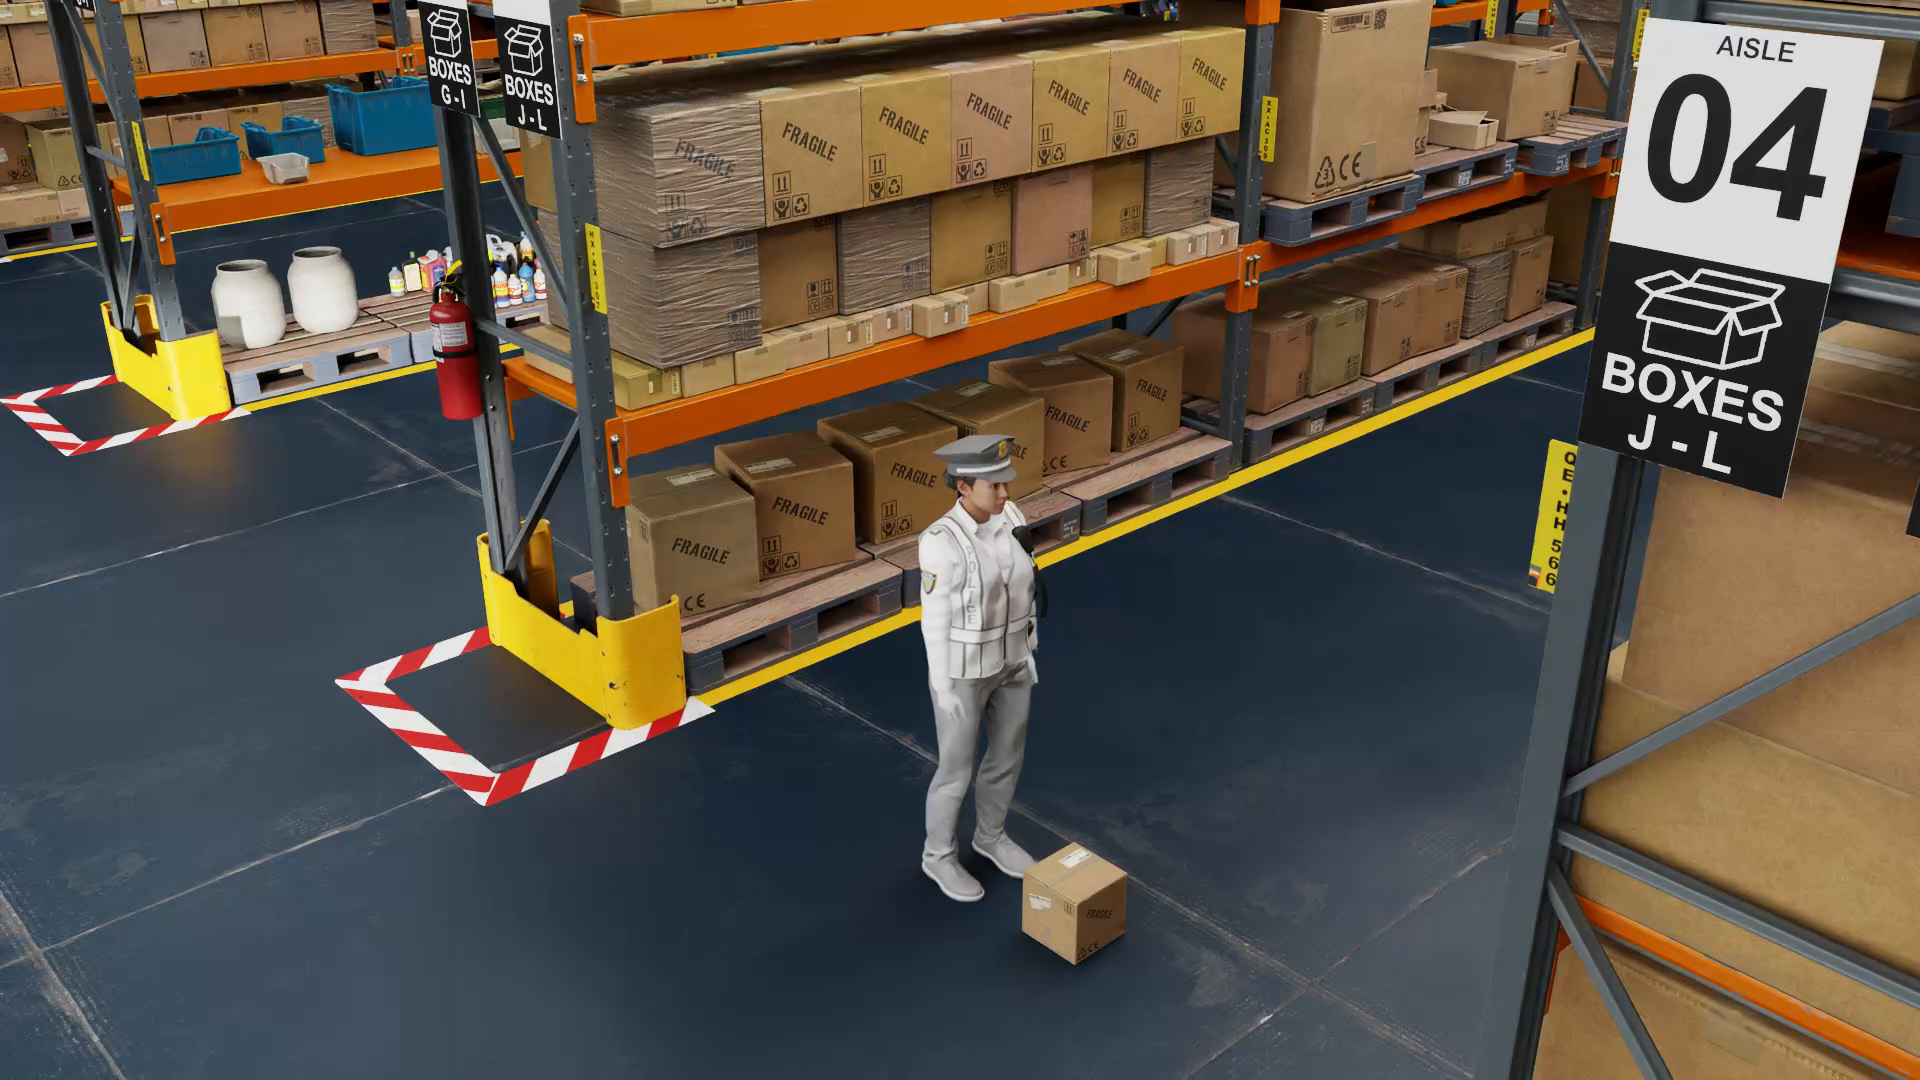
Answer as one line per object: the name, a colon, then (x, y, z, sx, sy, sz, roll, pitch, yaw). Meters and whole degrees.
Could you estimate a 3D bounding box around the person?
person: (0.081, 0.430, 5.645, 0.466, 1.681, 0.340, -20, 31, -37)
